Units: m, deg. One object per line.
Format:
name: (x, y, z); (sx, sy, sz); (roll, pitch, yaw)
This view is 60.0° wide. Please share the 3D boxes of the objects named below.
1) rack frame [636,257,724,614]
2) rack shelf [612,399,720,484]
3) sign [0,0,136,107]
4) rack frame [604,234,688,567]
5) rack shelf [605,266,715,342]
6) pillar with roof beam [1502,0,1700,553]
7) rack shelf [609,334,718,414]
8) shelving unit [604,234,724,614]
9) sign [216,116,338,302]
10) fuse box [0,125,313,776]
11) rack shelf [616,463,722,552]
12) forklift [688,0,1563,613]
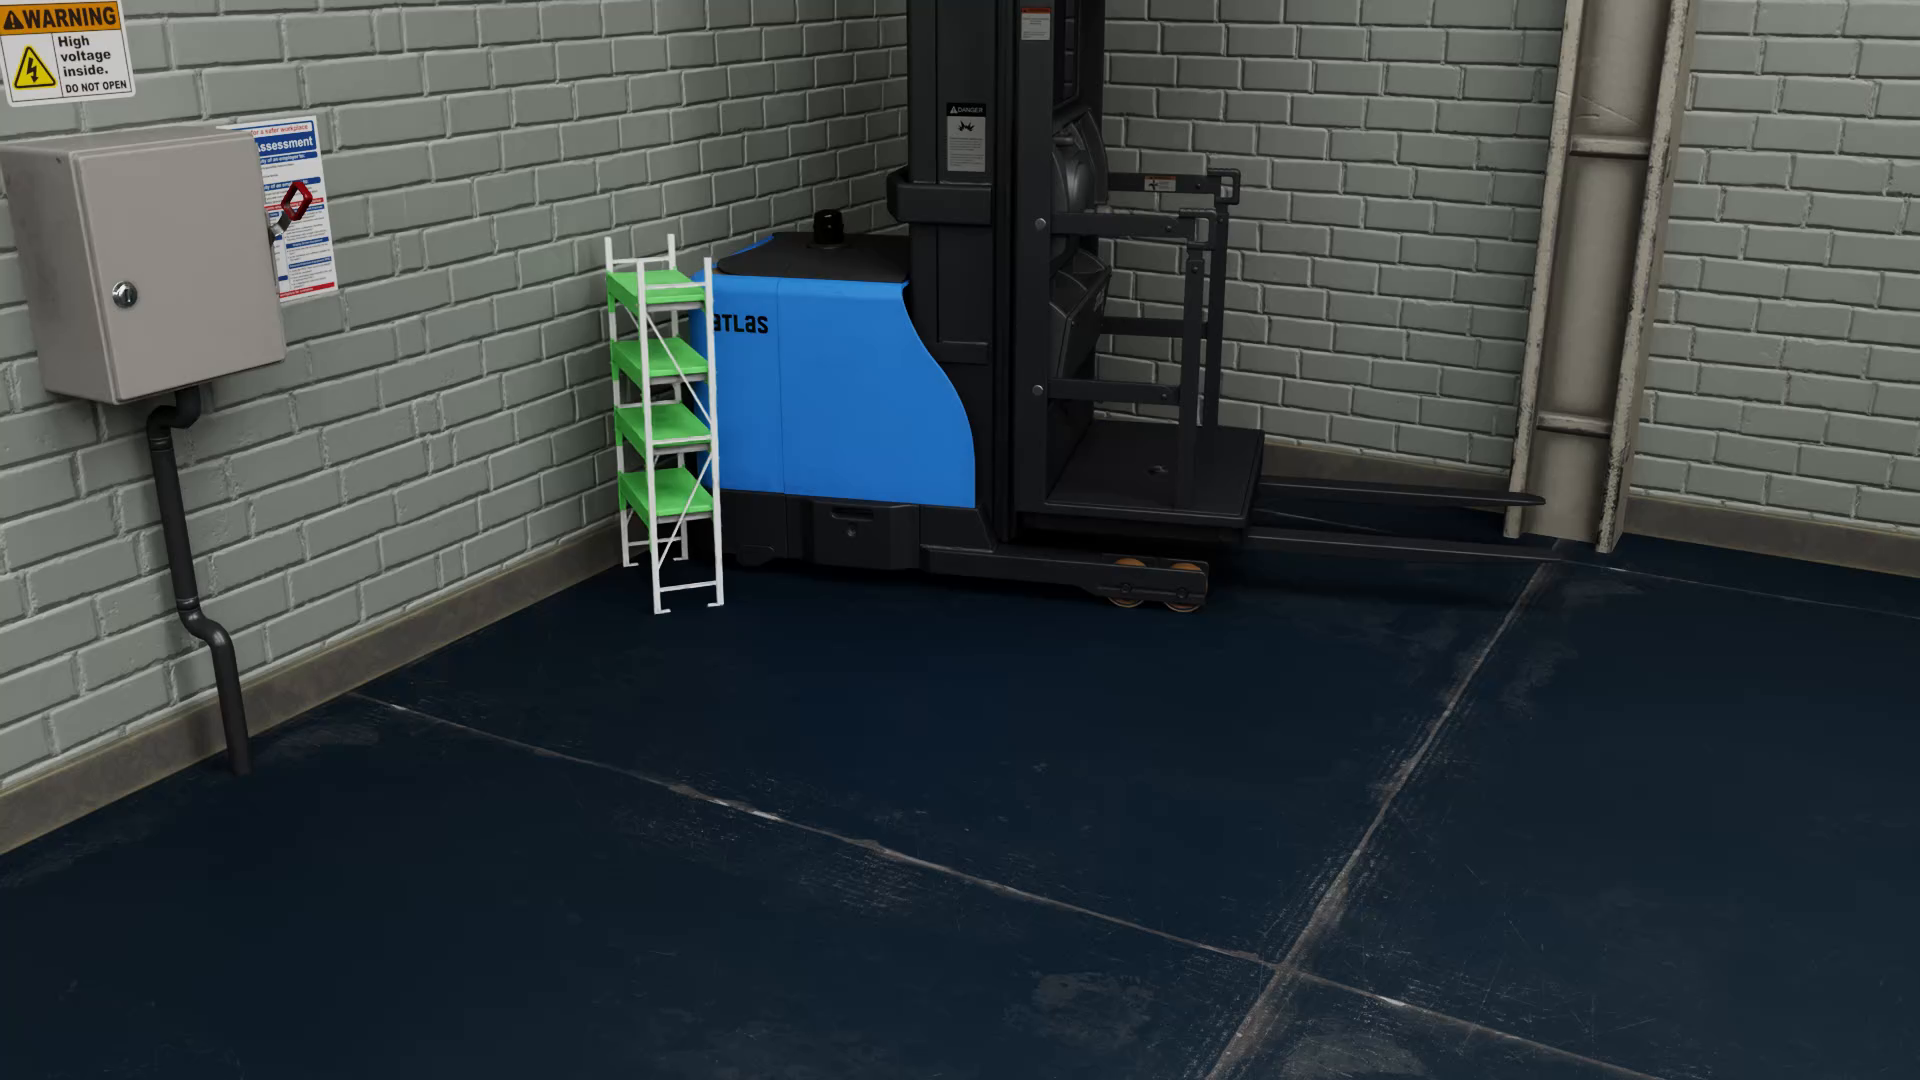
rack frame: (-0.921, -0.329, 5.506); (0.240, 1.200, 0.015); (-7, 21, -22)
rack shelf: (-1.018, -0.345, 5.738); (0.258, 0.148, 0.480); (-7, 21, -22)
sign: (-2.157, -1.181, 4.010); (0.001, 0.242, 0.339); (11, 23, 27)
rack frame: (-1.113, -0.482, 5.928); (0.240, 1.200, 0.015); (-7, 21, -22)
rack shelf: (-1.011, -0.797, 5.577); (0.258, 0.148, 0.480); (-7, 21, -22)
pillar with roof beam: (0.237, -2.976, 1.374); (0.400, 9.000, 9.100); (11, 23, 27)
rack shelf: (-1.014, -0.571, 5.658); (0.258, 0.148, 0.480); (-7, 21, -22)
shelving unit: (-1.017, -0.405, 5.717); (0.258, 1.200, 0.503); (-7, 21, -22)
sign: (-1.889, -0.911, 4.618); (0.001, 0.494, 0.329); (11, 23, 27)
fuse box: (-1.949, -0.169, 4.321); (0.414, 1.711, 0.539); (11, 23, 27)
rack shelf: (-1.021, -0.119, 5.819); (0.258, 0.148, 0.480); (-7, 21, -22)
forklift: (0.607, -1.330, 5.732); (3.031, 2.935, 1.130); (5, 20, 12)
